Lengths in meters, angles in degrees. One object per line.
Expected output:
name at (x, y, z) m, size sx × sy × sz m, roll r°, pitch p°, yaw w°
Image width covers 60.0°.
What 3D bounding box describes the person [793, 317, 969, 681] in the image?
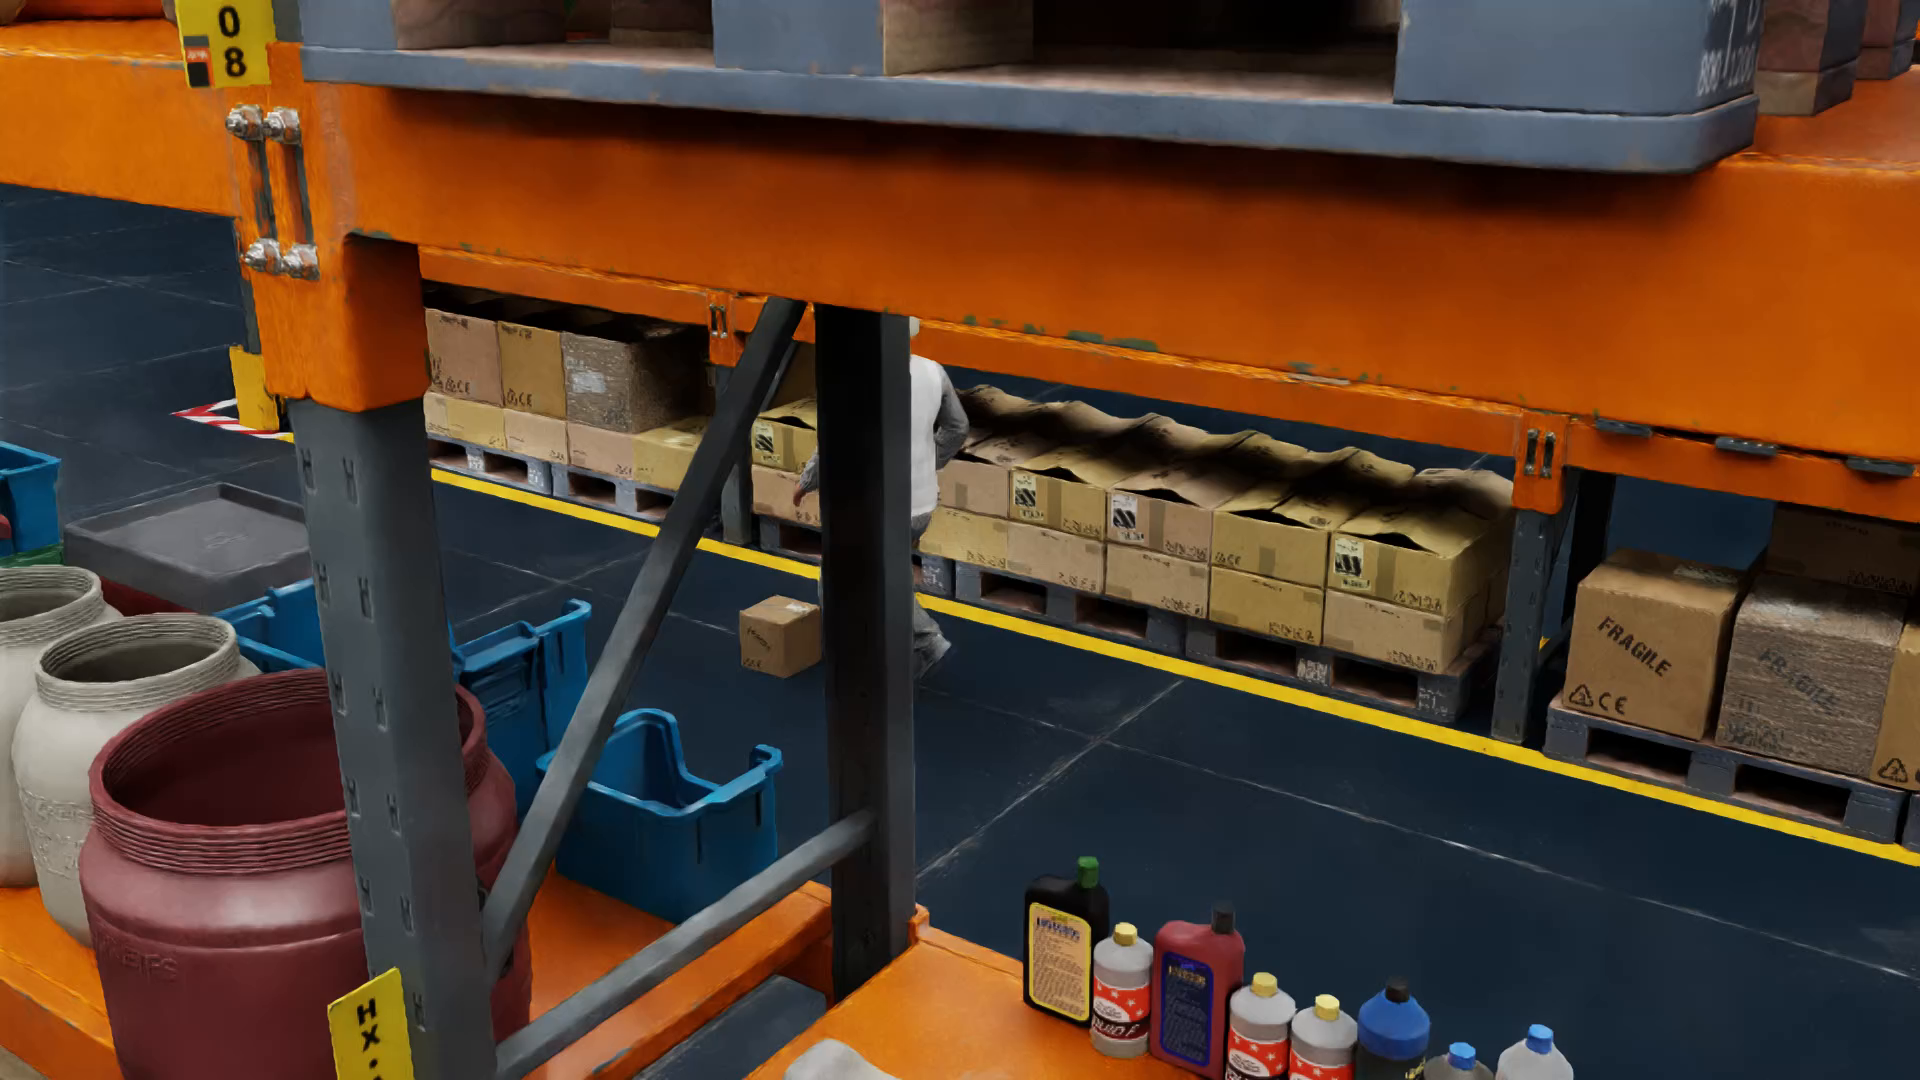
person at (-0.351, -0.157, 6.502) m, size 0.503 × 1.734 × 0.716 m, roll 16°, pitch 25°, yaw 38°
